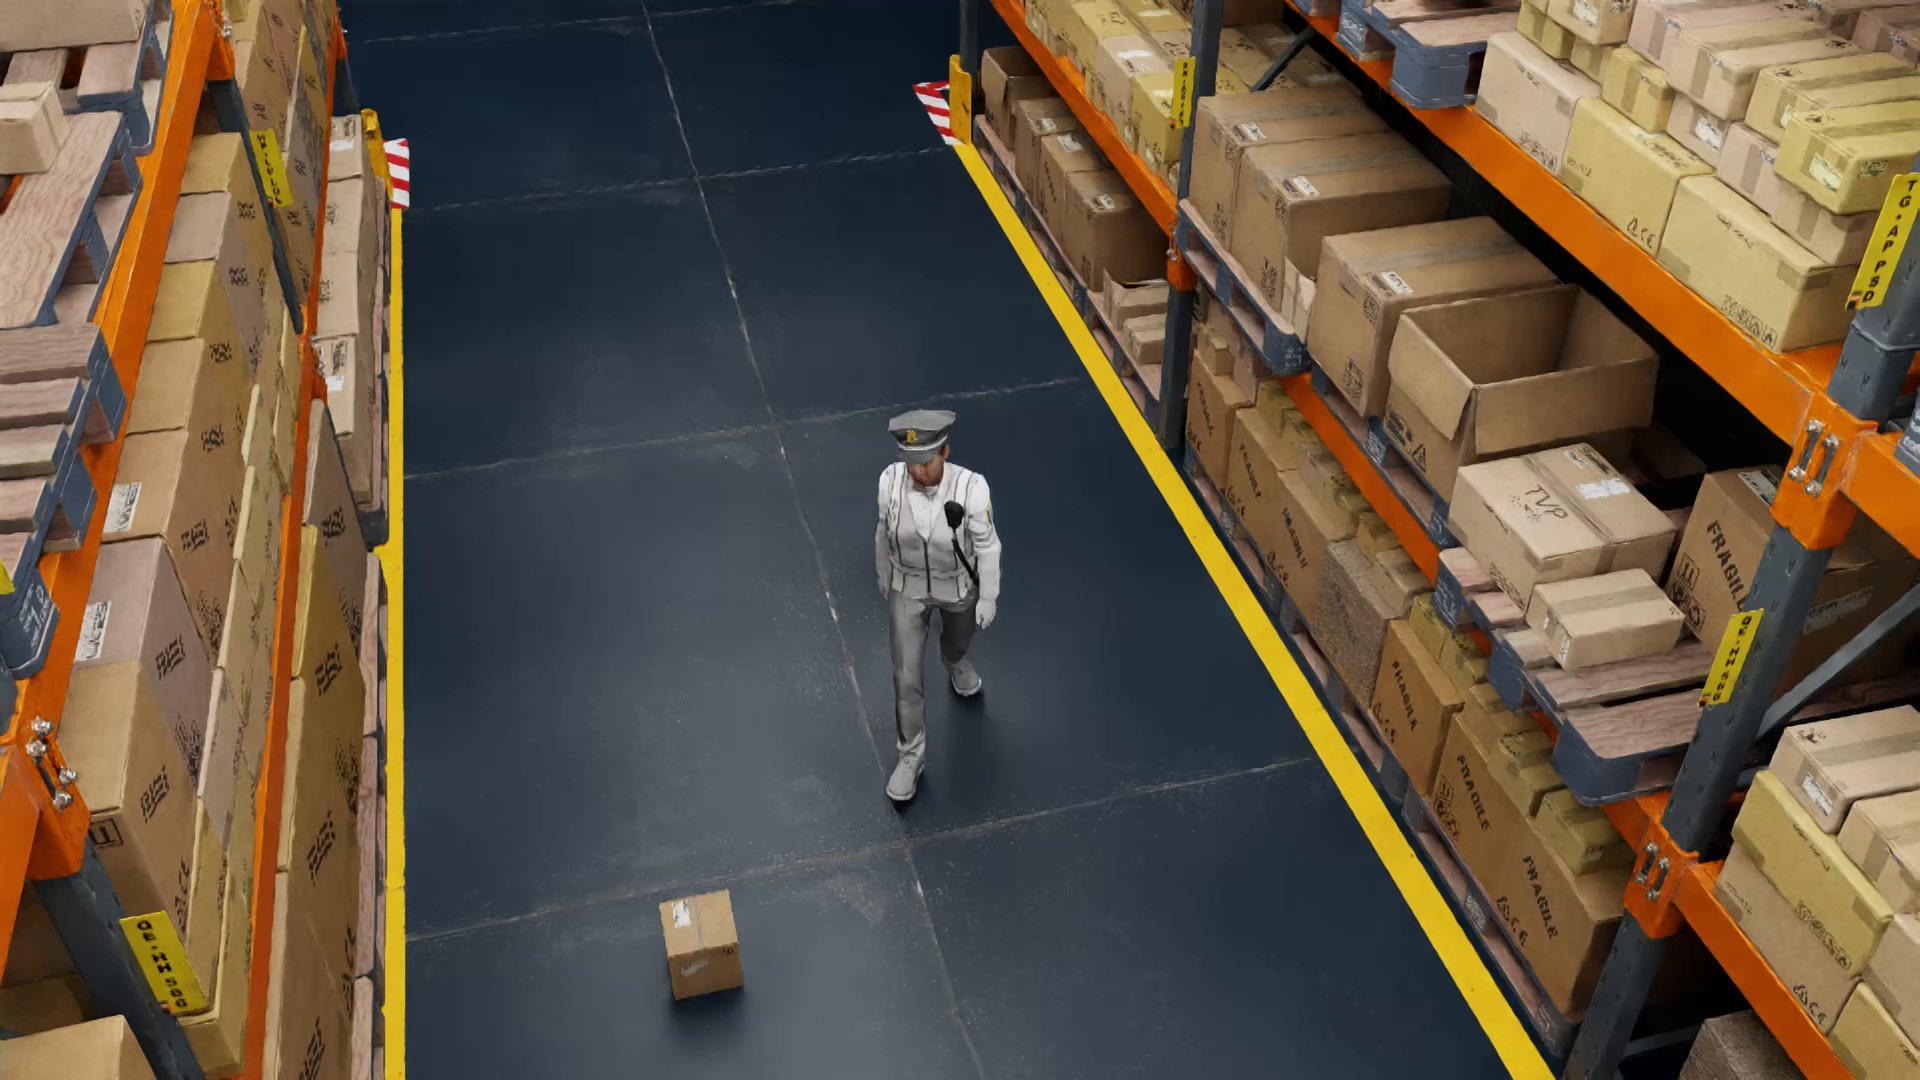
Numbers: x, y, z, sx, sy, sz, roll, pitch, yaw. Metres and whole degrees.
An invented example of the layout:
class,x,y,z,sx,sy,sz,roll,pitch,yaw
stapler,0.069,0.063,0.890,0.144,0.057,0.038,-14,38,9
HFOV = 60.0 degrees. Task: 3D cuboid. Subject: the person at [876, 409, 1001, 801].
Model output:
class,x,y,z,sx,sy,sz,roll,pitch,yaw
person,-0.091,0.171,6.492,0.503,1.640,0.884,3,39,4
